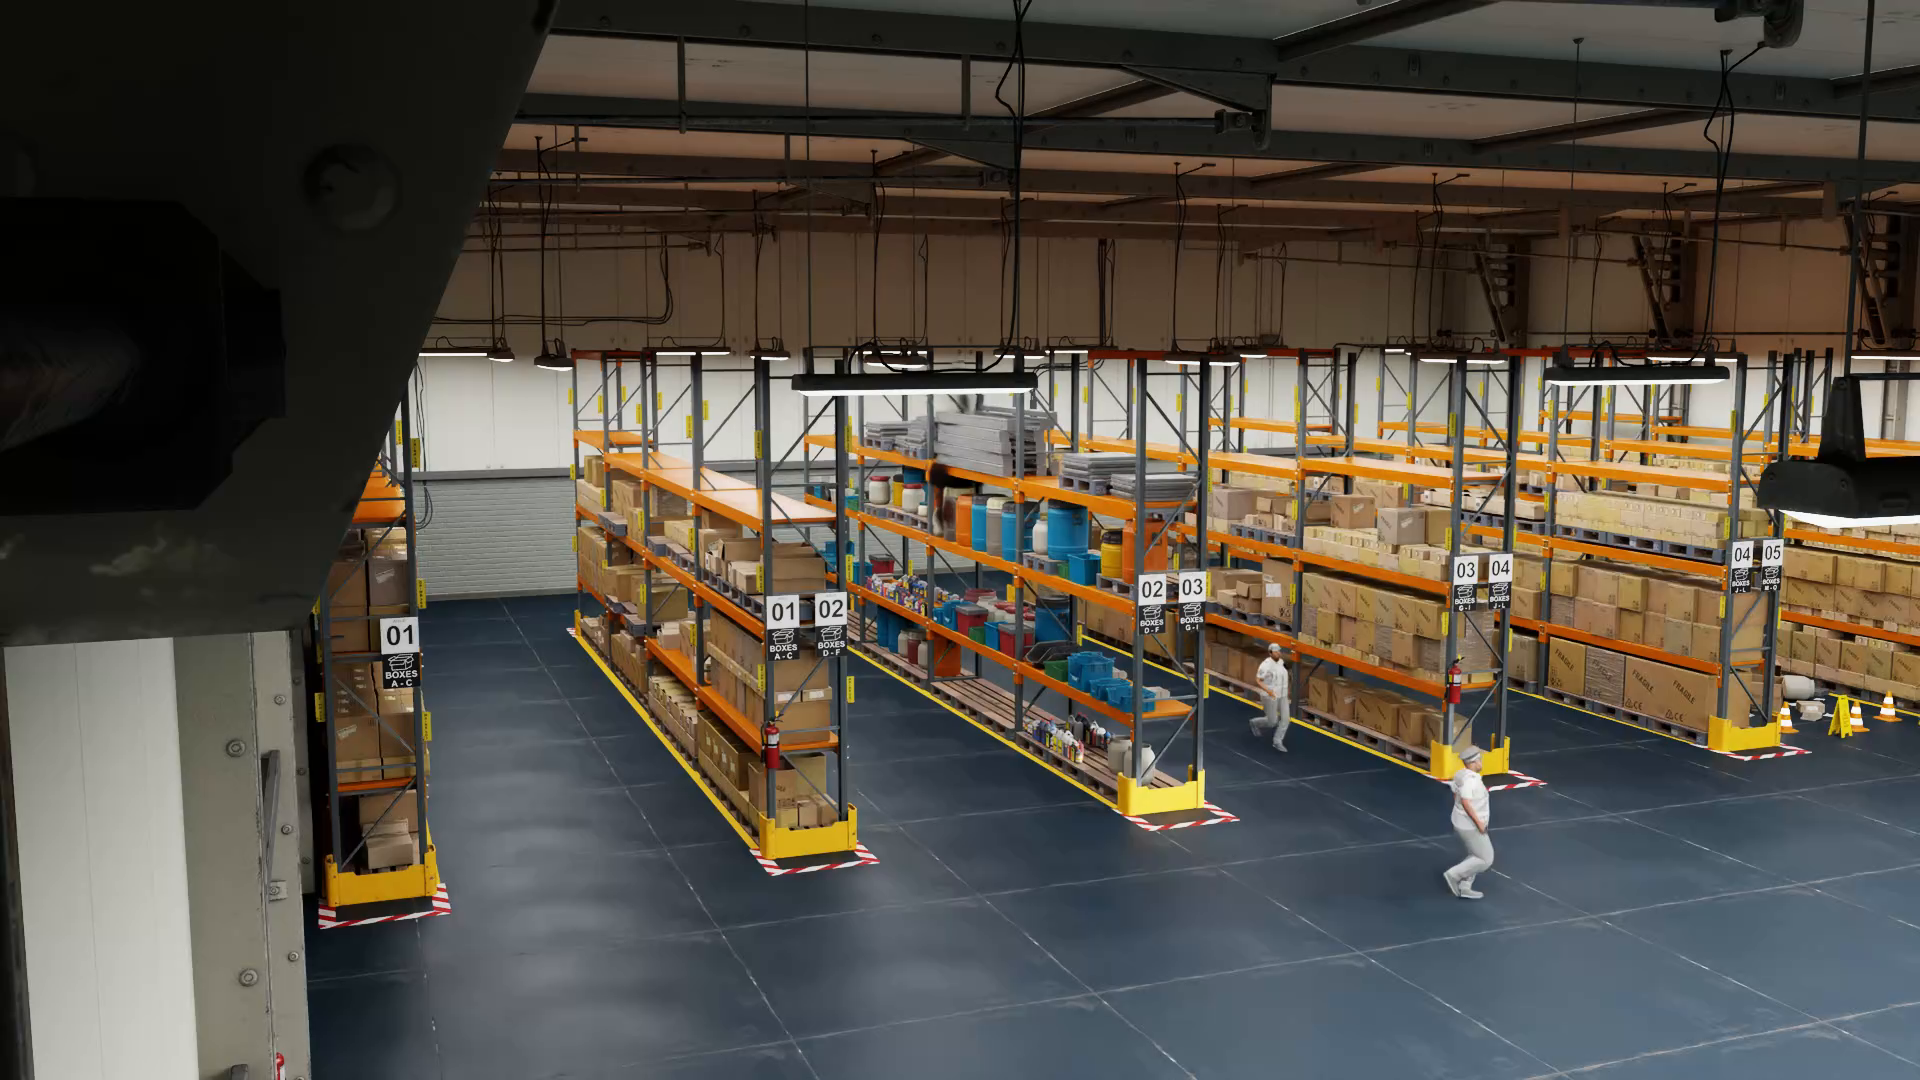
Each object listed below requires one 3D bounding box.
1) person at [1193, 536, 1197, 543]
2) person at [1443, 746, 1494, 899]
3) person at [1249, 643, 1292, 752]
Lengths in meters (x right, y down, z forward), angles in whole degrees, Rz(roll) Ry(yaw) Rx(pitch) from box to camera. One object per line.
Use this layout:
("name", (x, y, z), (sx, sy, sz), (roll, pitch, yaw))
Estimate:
("person", (5.891, 0.324, 41.598), (0.939, 1.613, 0.619), (2, 7, 12))
("person", (5.679, 3.166, 18.600), (0.548, 1.748, 0.658), (0, 7, 2))
("person", (4.776, 2.382, 25.437), (0.608, 1.643, 0.685), (-4, 8, -32))
